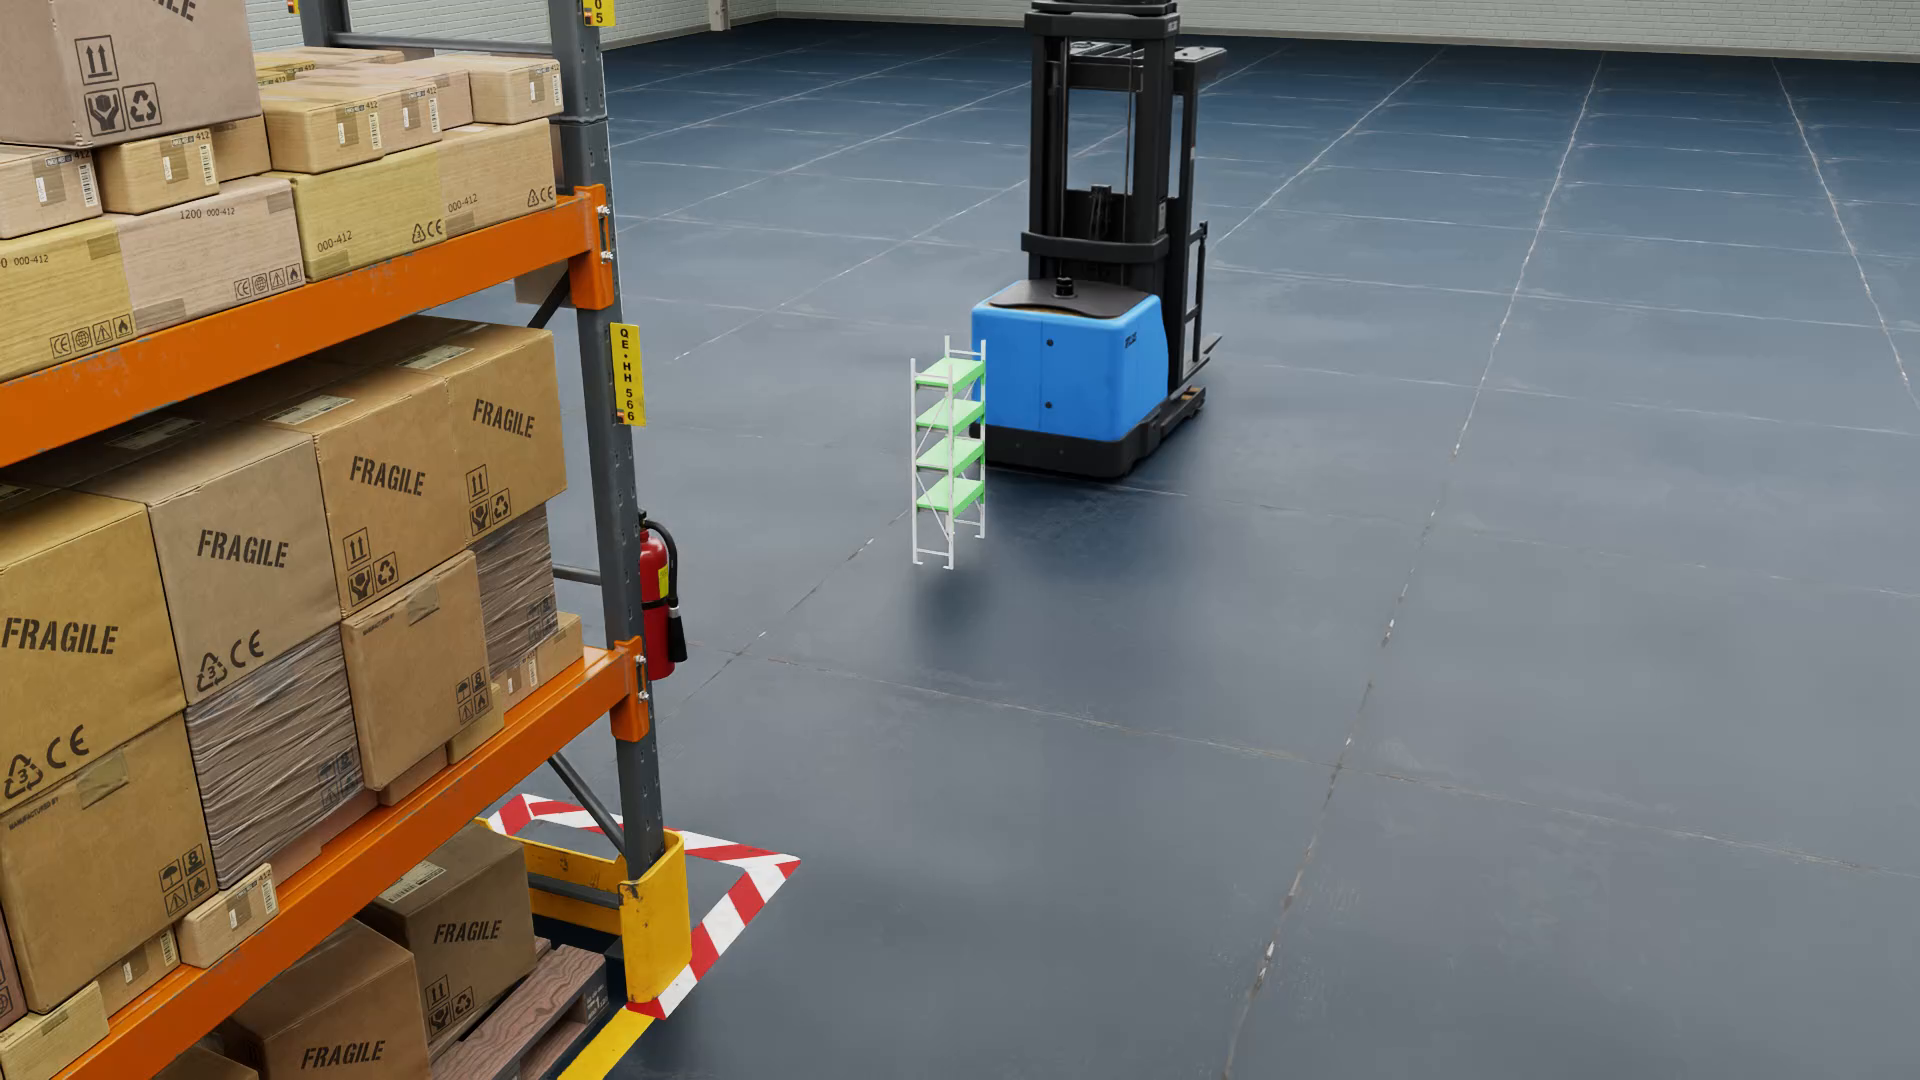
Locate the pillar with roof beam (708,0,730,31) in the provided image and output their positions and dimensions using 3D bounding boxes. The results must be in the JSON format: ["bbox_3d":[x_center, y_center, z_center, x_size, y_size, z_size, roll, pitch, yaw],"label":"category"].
[{"bbox_3d":[-1.306,-14.815,33.541,9.100,9.000,0.400,9,24,20],"label":"pillar with roof beam"}]

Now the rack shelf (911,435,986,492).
[{"bbox_3d":[-0.061,-0.435,9.402,0.258,0.148,0.480,9,24,20],"label":"rack shelf"}]

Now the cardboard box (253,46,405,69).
[{"bbox_3d":[-1.857,-1.352,4.882,0.380,0.149,0.250,9,24,20],"label":"cardboard box"}]

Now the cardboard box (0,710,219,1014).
[{"bbox_3d":[-2.267,0.637,3.819,0.875,0.500,0.500,9,24,20],"label":"cardboard box"}]

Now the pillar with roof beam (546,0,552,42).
[{"bbox_3d":[-3.535,-12.667,28.401,9.100,9.000,0.400,9,24,20],"label":"pillar with roof beam"}]

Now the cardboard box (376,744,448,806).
[{"bbox_3d":[-1.700,0.602,4.743,0.380,0.149,0.250,9,24,20],"label":"cardboard box"}]

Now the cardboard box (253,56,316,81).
[{"bbox_3d":[-2.043,-1.274,4.693,0.380,0.149,0.250,9,24,21],"label":"cardboard box"}]

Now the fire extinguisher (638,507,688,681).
[{"bbox_3d":[-1.070,0.142,5.620,0.296,0.674,0.183,9,24,20],"label":"fire extinguisher"}]

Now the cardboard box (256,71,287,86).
[{"bbox_3d":[-2.023,-1.166,4.434,0.380,0.149,0.250,8,24,19],"label":"cardboard box"}]

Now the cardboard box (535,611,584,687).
[{"bbox_3d":[-1.454,0.328,5.398,0.380,0.149,0.250,9,24,20],"label":"cardboard box"}]

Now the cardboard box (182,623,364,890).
[{"bbox_3d":[-2.070,0.459,4.243,0.875,0.500,0.500,9,24,20],"label":"cardboard box"}]

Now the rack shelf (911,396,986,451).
[{"bbox_3d":[-0.061,-0.657,9.309,0.258,0.148,0.480,9,24,20],"label":"rack shelf"}]

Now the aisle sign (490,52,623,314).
[{"bbox_3d":[-1.239,-1.098,5.114,0.394,0.787,0.004,9,24,20],"label":"aisle sign"}]

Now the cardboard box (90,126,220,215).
[{"bbox_3d":[-1.844,-0.809,3.581,0.380,0.149,0.250,8,24,17],"label":"cardboard box"}]

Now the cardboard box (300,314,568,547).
[{"bbox_3d":[-1.515,-0.332,4.839,0.500,0.500,0.500,9,24,20],"label":"cardboard box"}]

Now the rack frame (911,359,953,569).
[{"bbox_3d":[-0.152,-0.407,9.168,0.240,1.200,0.015,9,24,20],"label":"rack frame"}]

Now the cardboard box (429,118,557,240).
[{"bbox_3d":[-1.483,-1.025,4.615,0.500,0.250,0.500,9,24,21],"label":"cardboard box"}]

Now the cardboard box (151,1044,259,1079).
[{"bbox_3d":[-2.228,1.702,4.482,0.500,0.500,0.500,11,25,25],"label":"cardboard box"}]

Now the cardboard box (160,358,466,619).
[{"bbox_3d":[-1.695,-0.152,4.409,0.500,0.500,0.500,9,24,20],"label":"cardboard box"}]

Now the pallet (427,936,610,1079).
[{"bbox_3d":[-1.903,1.680,5.453,1.003,0.211,1.213,9,24,20],"label":"pallet"}]

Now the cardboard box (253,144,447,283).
[{"bbox_3d":[-1.666,-0.846,4.186,0.500,0.250,0.500,9,24,20],"label":"cardboard box"}]

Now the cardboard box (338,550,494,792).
[{"bbox_3d":[-1.844,0.287,4.657,0.875,0.500,0.500,9,24,20],"label":"cardboard box"}]

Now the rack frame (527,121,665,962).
[{"bbox_3d":[-1.540,0.081,5.664,1.000,3.000,0.127,9,24,20],"label":"rack frame"}]

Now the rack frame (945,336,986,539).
[{"bbox_3d":[0.029,-0.582,9.586,0.240,1.200,0.015,9,24,20],"label":"rack frame"}]

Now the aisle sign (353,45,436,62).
[{"bbox_3d":[-1.796,-1.184,5.319,0.394,0.787,0.004,9,24,20],"label":"aisle sign"}]

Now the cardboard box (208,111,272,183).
[{"bbox_3d":[-1.838,-0.920,3.846,0.380,0.149,0.250,9,24,21],"label":"cardboard box"}]

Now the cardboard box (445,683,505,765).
[{"bbox_3d":[-1.593,0.515,4.952,0.380,0.149,0.250,9,24,20],"label":"cardboard box"}]

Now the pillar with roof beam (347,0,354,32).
[{"bbox_3d":[-5.763,-10.520,23.261,9.100,9.000,0.400,9,24,20],"label":"pillar with roof beam"}]

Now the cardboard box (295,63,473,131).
[{"bbox_3d":[-1.559,-1.198,4.511,0.380,0.149,0.250,8,24,18],"label":"cardboard box"}]

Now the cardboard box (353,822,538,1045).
[{"bbox_3d":[-1.788,1.262,5.536,0.500,0.500,0.500,14,26,30],"label":"cardboard box"}]

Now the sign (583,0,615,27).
[{"bbox_3d":[-1.032,-1.625,4.708,0.100,0.325,0.005,9,24,20],"label":"sign"}]

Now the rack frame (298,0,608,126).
[{"bbox_3d":[-1.540,-2.687,4.508,1.000,3.000,0.127,9,24,20],"label":"rack frame"}]

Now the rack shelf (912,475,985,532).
[{"bbox_3d":[-0.061,-0.214,9.494,0.258,0.148,0.480,9,24,20],"label":"rack shelf"}]

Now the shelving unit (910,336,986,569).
[{"bbox_3d":[-0.061,-0.494,9.377,0.258,1.200,0.503,9,24,20],"label":"shelving unit"}]

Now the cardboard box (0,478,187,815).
[{"bbox_3d":[-2.077,0.204,3.556,0.500,0.500,0.500,9,24,20],"label":"cardboard box"}]

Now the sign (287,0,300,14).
[{"bbox_3d":[-2.044,-1.784,5.104,0.100,0.325,0.005,9,24,20],"label":"sign"}]

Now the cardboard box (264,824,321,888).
[{"bbox_3d":[-1.903,0.778,4.321,0.380,0.149,0.250,9,24,20],"label":"cardboard box"}]

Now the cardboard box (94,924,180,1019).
[{"bbox_3d":[-2.071,0.960,3.887,0.380,0.149,0.250,9,24,20],"label":"cardboard box"}]

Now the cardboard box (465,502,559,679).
[{"bbox_3d":[-1.770,0.090,5.126,0.875,0.500,0.500,9,24,20],"label":"cardboard box"}]

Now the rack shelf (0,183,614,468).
[{"bbox_3d":[-2.283,-0.256,3.512,1.077,0.370,4.000,9,24,20],"label":"rack shelf"}]

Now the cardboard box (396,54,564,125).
[{"bbox_3d":[-1.354,-1.274,4.694,0.380,0.149,0.250,9,24,20],"label":"cardboard box"}]

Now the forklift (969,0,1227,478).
[{"bbox_3d":[1.123,-2.280,11.405,1.130,2.935,3.031,10,25,22],"label":"forklift"}]

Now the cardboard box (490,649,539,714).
[{"bbox_3d":[-1.548,0.418,5.184,0.380,0.149,0.250,9,24,20],"label":"cardboard box"}]

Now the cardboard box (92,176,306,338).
[{"bbox_3d":[-1.864,-0.664,3.750,0.500,0.250,0.500,9,24,21],"label":"cardboard box"}]

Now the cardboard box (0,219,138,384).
[{"bbox_3d":[-2.046,-0.483,3.318,0.500,0.250,0.500,8,24,19],"label":"cardboard box"}]

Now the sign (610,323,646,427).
[{"bbox_3d":[-1.032,-0.513,5.173,0.100,0.325,0.005,9,24,20],"label":"sign"}]

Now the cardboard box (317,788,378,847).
[{"bbox_3d":[-1.831,0.685,4.543,0.380,0.149,0.250,9,24,20],"label":"cardboard box"}]

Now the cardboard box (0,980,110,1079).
[{"bbox_3d":[-2.122,1.056,3.657,0.380,0.149,0.250,9,24,20],"label":"cardboard box"}]

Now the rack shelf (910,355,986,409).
[{"bbox_3d":[-0.062,-0.878,9.217,0.258,0.148,0.480,9,24,20],"label":"rack shelf"}]

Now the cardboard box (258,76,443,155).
[{"bbox_3d":[-1.559,-1.084,4.239,0.380,0.149,0.250,8,24,18],"label":"cardboard box"}]

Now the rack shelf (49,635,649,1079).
[{"bbox_3d":[-2.283,1.129,4.090,1.077,0.370,4.000,9,24,20],"label":"rack shelf"}]

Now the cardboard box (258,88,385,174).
[{"bbox_3d":[-1.630,-0.991,4.016,0.380,0.149,0.250,9,24,20],"label":"cardboard box"}]

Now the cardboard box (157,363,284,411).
[{"bbox_3d":[-2.190,-0.228,4.591,0.500,0.500,0.500,9,24,20],"label":"cardboard box"}]

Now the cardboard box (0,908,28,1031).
[{"bbox_3d":[-2.491,0.810,3.405,0.875,0.500,0.500,9,24,20],"label":"cardboard box"}]

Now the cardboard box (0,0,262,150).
[{"bbox_3d":[-1.881,-1.126,3.499,0.500,0.500,0.500,9,24,20],"label":"cardboard box"}]

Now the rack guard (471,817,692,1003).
[{"bbox_3d":[-1.568,1.262,6.081,1.175,0.500,0.348,9,24,20],"label":"rack guard"}]

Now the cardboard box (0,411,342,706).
[{"bbox_3d":[-1.883,0.027,3.981,0.500,0.500,0.500,9,24,20],"label":"cardboard box"}]

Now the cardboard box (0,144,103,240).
[{"bbox_3d":[-1.989,-0.718,3.363,0.380,0.149,0.250,7,24,17],"label":"cardboard box"}]

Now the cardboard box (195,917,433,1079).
[{"bbox_3d":[-1.978,1.480,5.012,0.500,0.500,0.500,16,28,34],"label":"cardboard box"}]

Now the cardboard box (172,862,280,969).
[{"bbox_3d":[-1.914,0.880,4.077,0.380,0.149,0.250,9,24,20],"label":"cardboard box"}]
